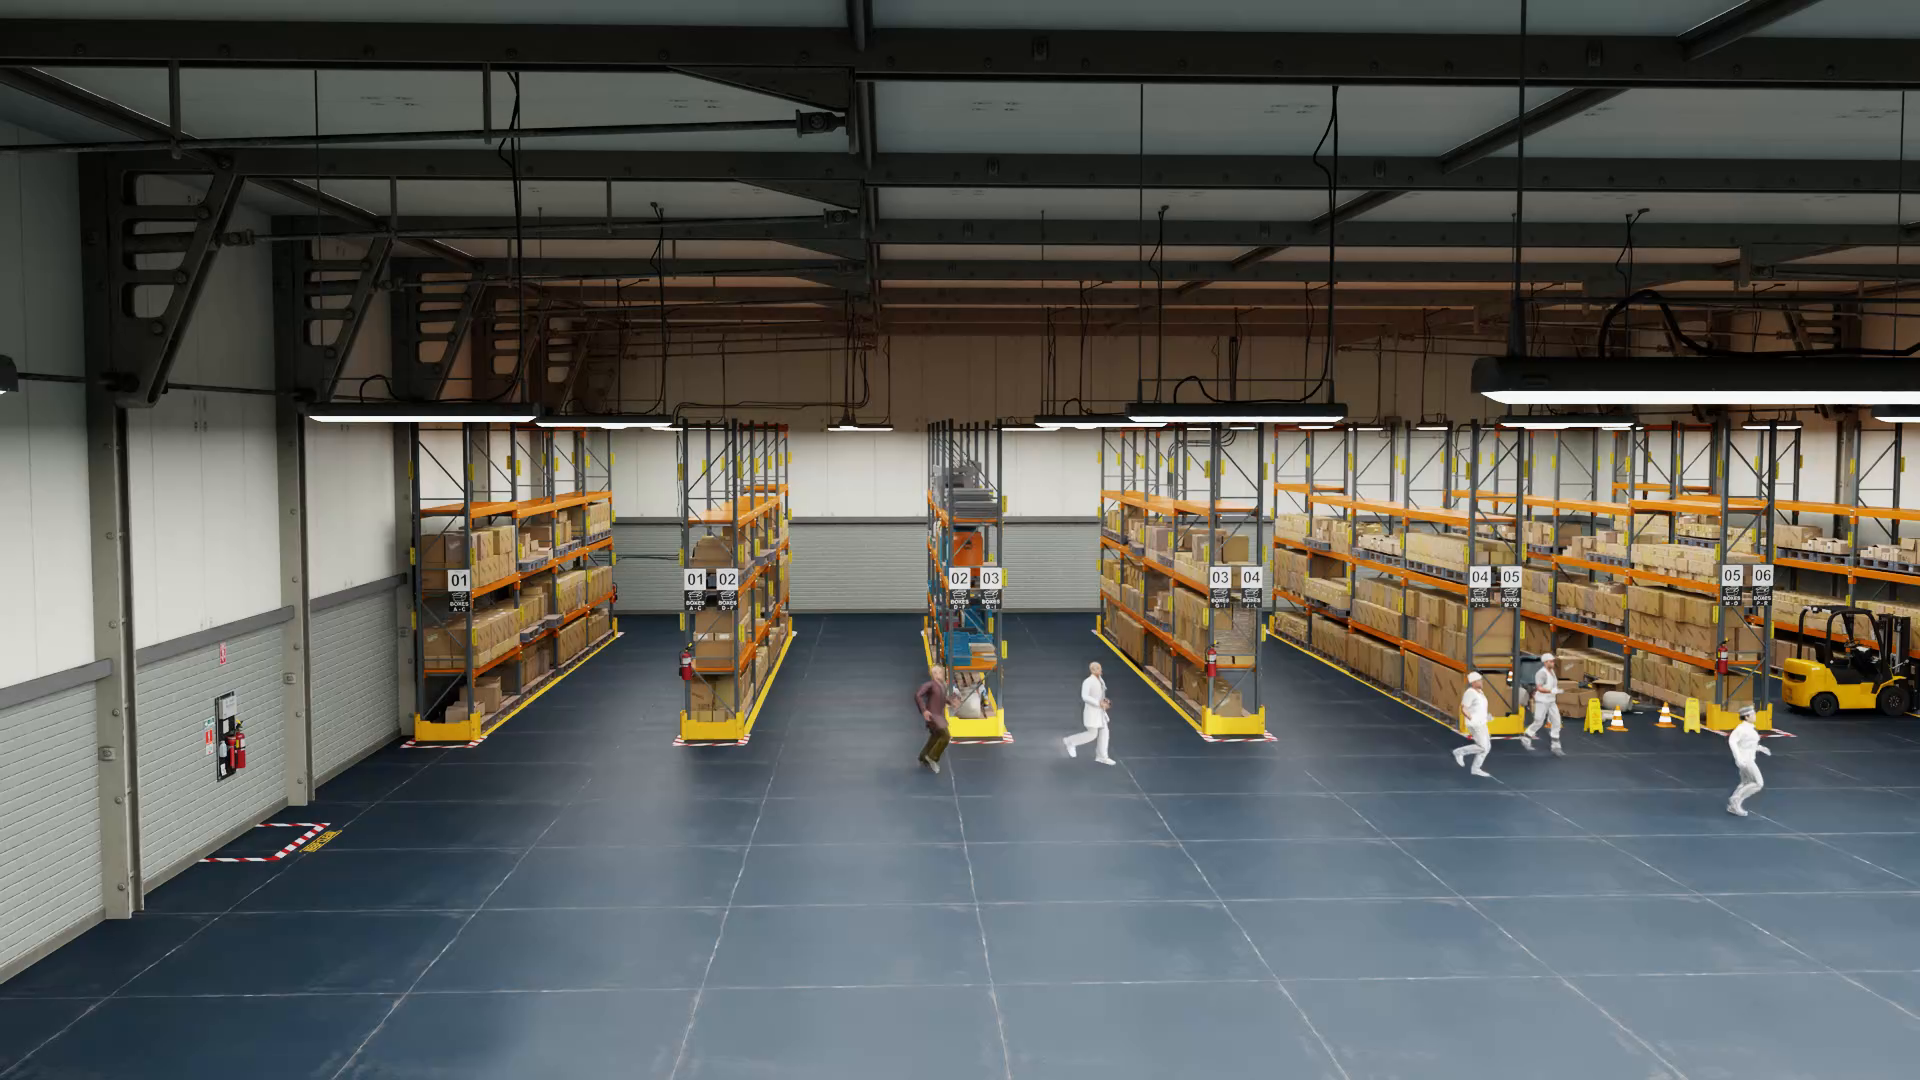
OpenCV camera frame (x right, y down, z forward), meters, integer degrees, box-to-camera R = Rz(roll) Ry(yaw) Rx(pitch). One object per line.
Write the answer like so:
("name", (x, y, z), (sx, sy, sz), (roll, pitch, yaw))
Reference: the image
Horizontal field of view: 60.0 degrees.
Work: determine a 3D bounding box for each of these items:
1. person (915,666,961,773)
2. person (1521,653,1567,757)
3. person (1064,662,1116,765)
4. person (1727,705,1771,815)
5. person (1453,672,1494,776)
("person", (-0.381, 3.041, 28.270), (0.766, 1.804, 0.706), (1, 4, 18))
("person", (10.412, 2.925, 29.619), (0.677, 1.842, 0.807), (-3, 5, -41))
("person", (2.292, 3.000, 28.935), (0.921, 1.776, 0.719), (2, 4, 29))
("person", (11.812, 3.295, 24.885), (0.560, 1.657, 0.623), (2, 4, 31))
("person", (8.601, 3.078, 27.872), (0.599, 1.739, 0.690), (2, 4, 32))
